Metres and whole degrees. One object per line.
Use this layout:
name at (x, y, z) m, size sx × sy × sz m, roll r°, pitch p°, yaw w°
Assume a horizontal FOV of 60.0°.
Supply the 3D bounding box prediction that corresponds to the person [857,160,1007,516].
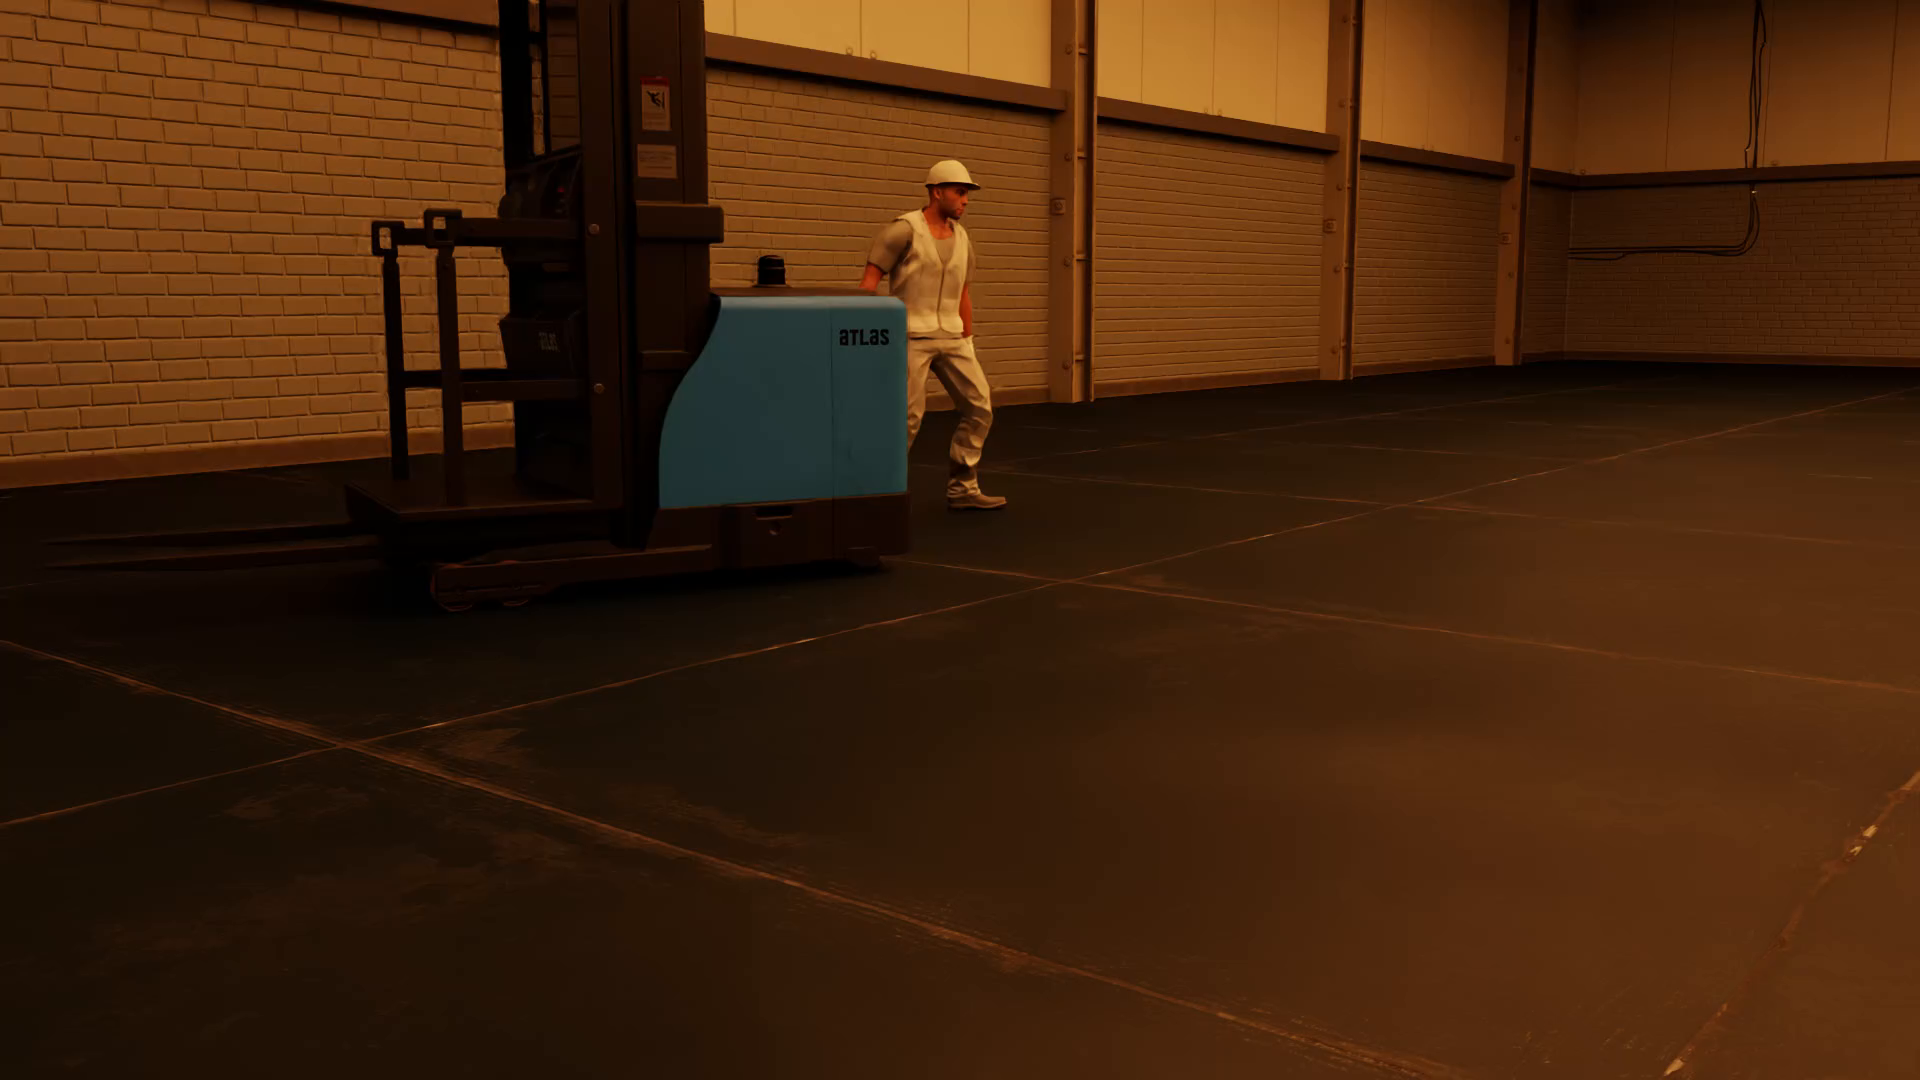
person at (-0.173, -0.974, 8.188) m, size 0.887 × 1.750 × 0.464 m, roll -5°, pitch 10°, yaw -33°

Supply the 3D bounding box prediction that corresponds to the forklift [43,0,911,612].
forklift at (-1.735, -1.290, 6.098) m, size 3.031 × 2.935 × 1.130 m, roll -5°, pitch 9°, yaw -29°
